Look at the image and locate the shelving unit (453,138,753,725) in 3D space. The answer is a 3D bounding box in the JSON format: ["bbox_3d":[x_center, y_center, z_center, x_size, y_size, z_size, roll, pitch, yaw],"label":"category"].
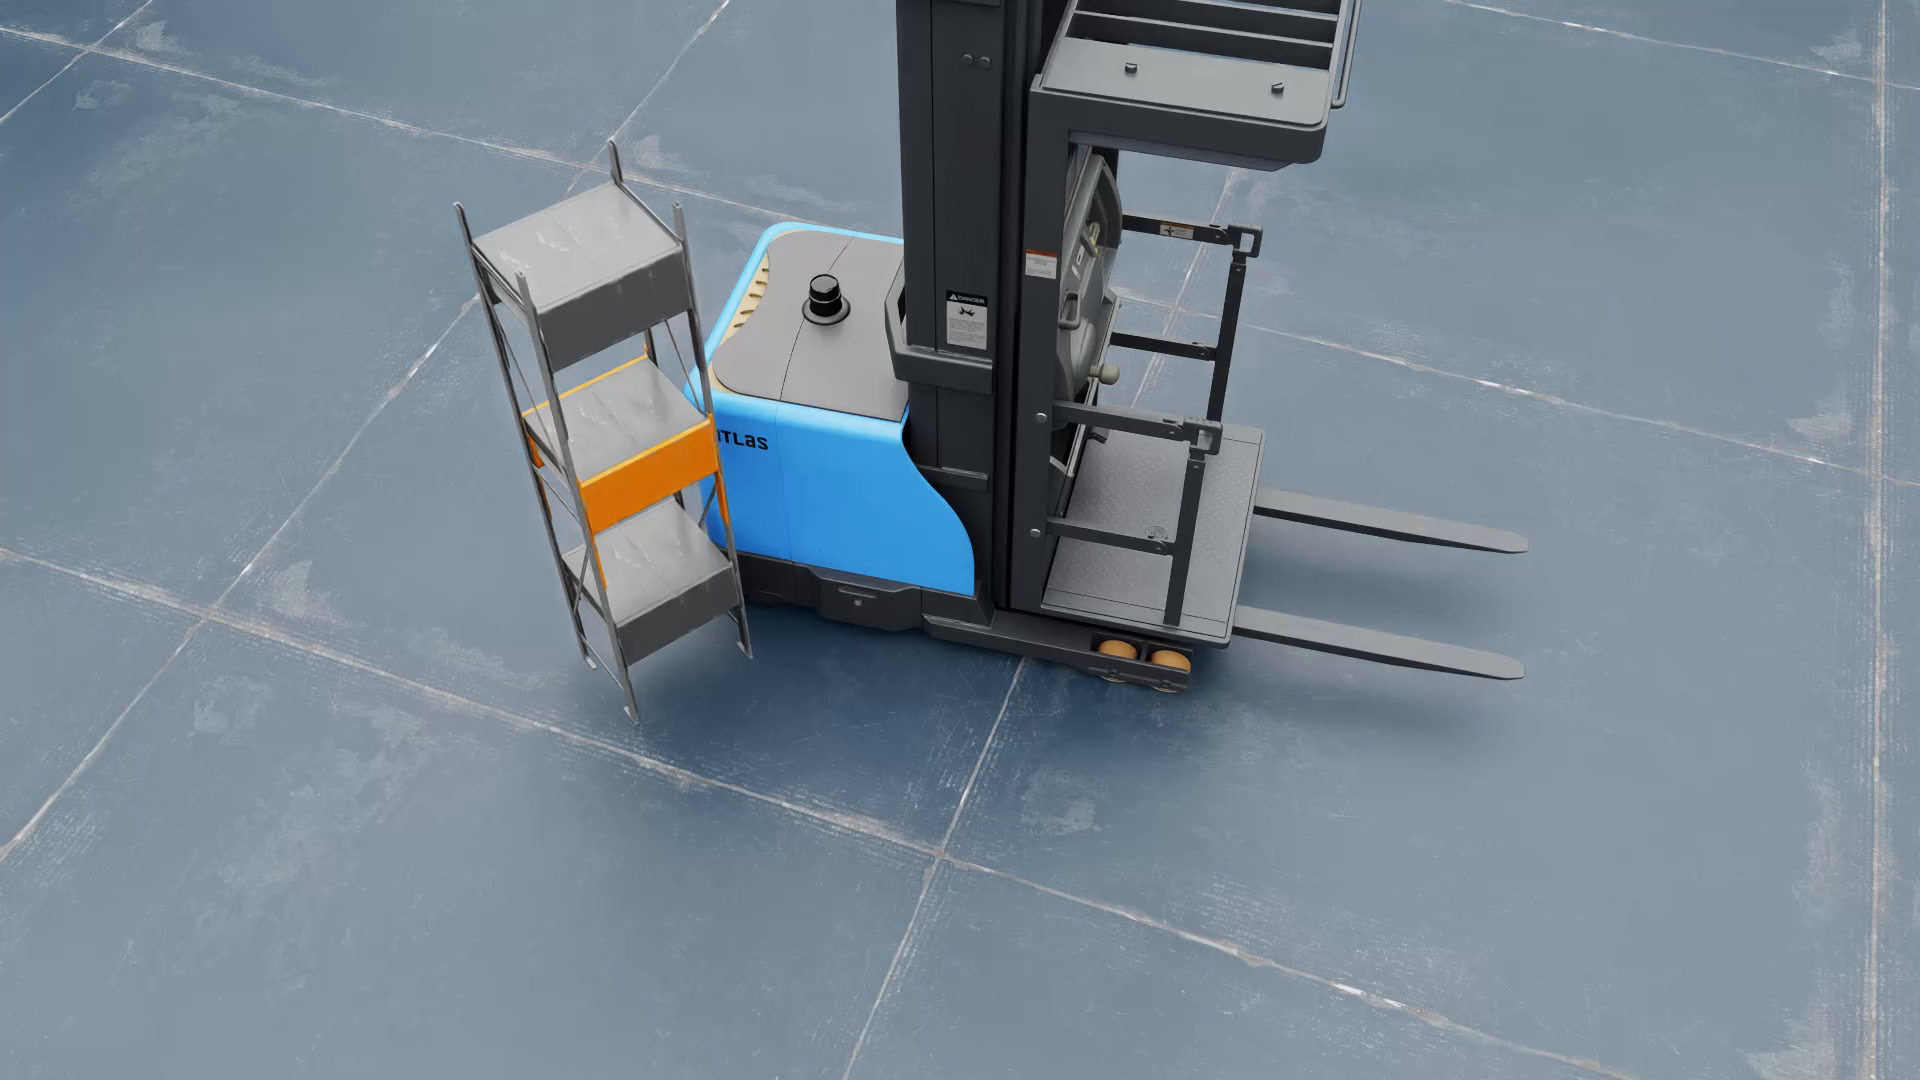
[{"bbox_3d":[-1.097,-0.250,5.443,0.503,2.100,0.431,-30,55,-23],"label":"shelving unit"}]

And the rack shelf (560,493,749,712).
[{"bbox_3d":[-1.097,0.218,5.983,0.480,0.518,0.431,-30,55,-23],"label":"rack shelf"}]

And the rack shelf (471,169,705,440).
[{"bbox_3d":[-1.097,-0.699,4.925,0.480,0.518,0.431,-30,55,-23],"label":"rack shelf"}]

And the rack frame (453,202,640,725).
[{"bbox_3d":[-1.291,-0.138,5.346,0.015,2.100,0.400,-30,55,-23],"label":"rack frame"}]

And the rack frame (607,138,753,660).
[{"bbox_3d":[-0.904,-0.362,5.541,0.015,2.100,0.400,-30,55,-23],"label":"rack frame"}]

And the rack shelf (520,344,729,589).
[{"bbox_3d":[-1.097,-0.241,5.454,0.480,0.518,0.431,-30,55,-23],"label":"rack shelf"}]

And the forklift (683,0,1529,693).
[{"bbox_3d":[0.612,-0.845,5.409,3.031,2.935,1.130,11,50,9],"label":"forklift"}]
